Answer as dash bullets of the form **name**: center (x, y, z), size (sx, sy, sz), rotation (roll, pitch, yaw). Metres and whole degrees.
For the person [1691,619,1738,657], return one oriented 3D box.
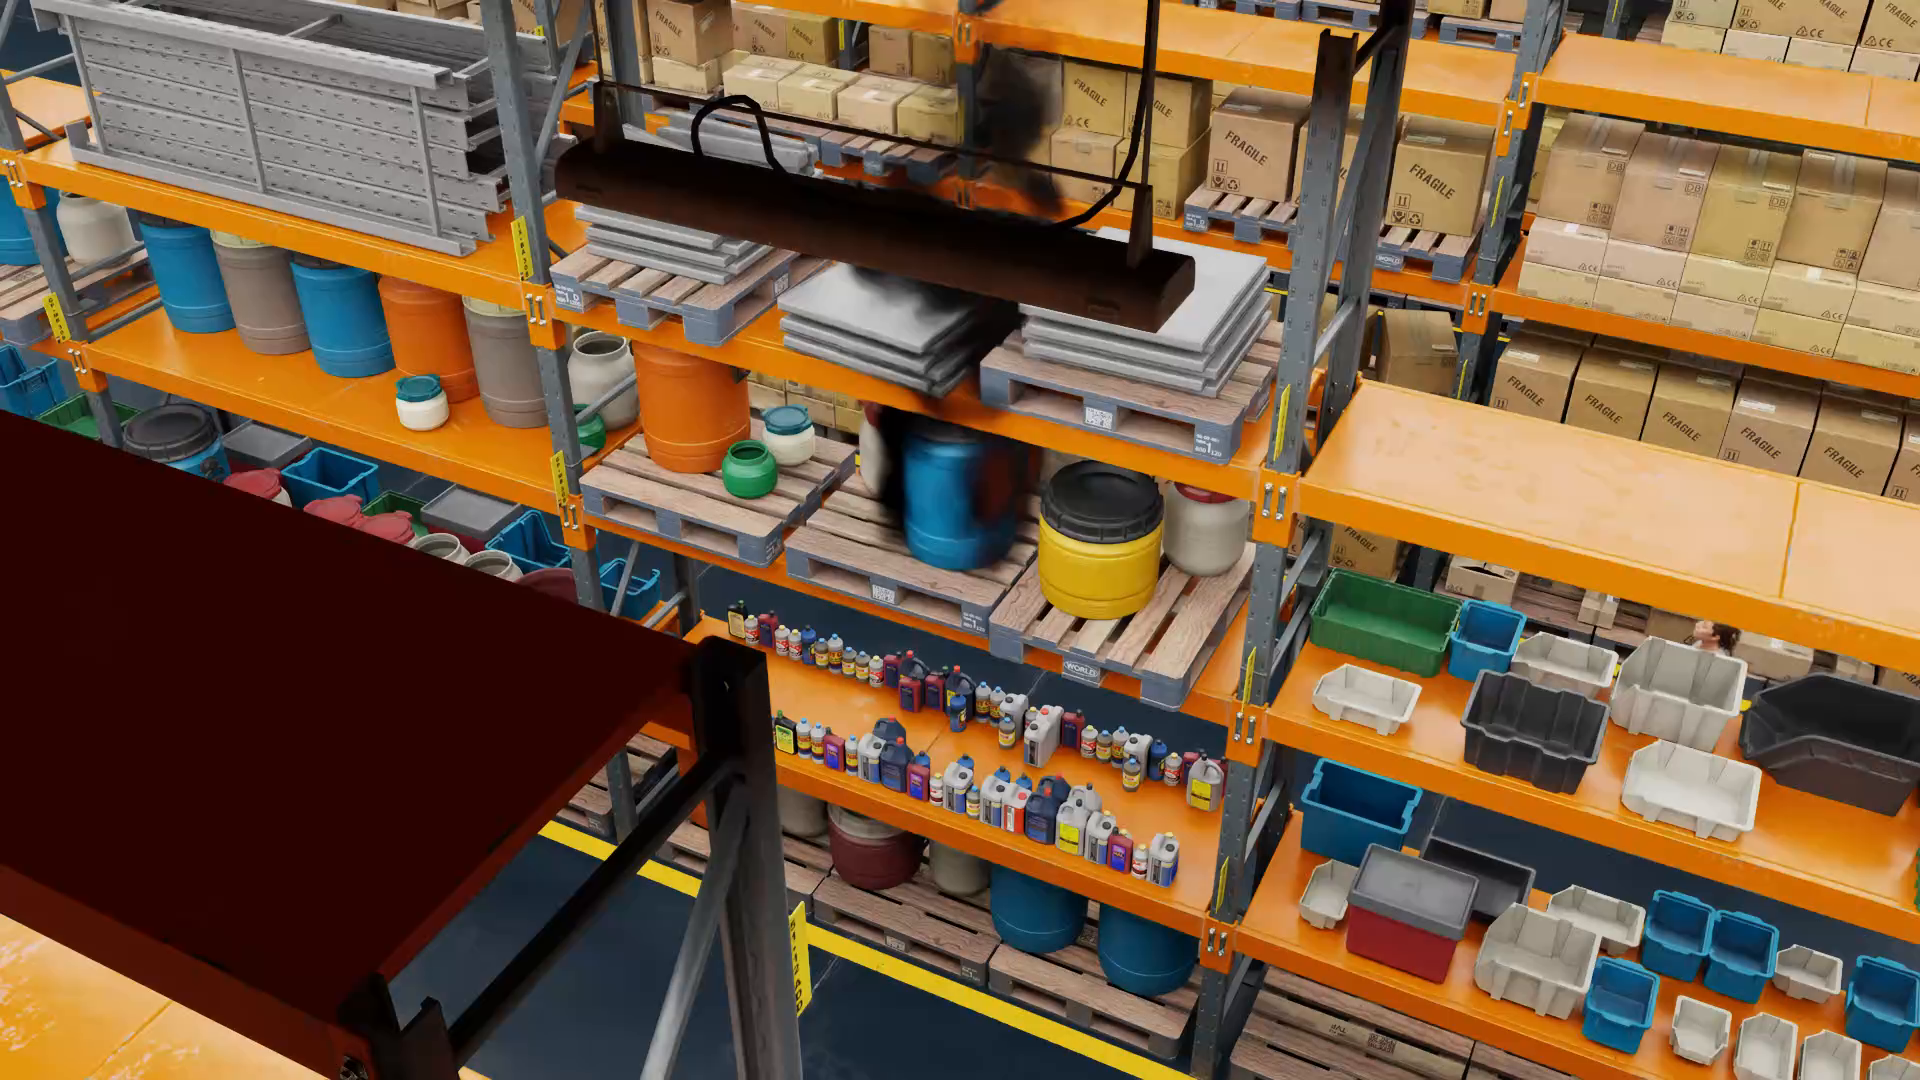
- **person**: center (4.829, 1.104, 10.816), size (0.688, 1.586, 0.573), rotation (12, 37, 17)
